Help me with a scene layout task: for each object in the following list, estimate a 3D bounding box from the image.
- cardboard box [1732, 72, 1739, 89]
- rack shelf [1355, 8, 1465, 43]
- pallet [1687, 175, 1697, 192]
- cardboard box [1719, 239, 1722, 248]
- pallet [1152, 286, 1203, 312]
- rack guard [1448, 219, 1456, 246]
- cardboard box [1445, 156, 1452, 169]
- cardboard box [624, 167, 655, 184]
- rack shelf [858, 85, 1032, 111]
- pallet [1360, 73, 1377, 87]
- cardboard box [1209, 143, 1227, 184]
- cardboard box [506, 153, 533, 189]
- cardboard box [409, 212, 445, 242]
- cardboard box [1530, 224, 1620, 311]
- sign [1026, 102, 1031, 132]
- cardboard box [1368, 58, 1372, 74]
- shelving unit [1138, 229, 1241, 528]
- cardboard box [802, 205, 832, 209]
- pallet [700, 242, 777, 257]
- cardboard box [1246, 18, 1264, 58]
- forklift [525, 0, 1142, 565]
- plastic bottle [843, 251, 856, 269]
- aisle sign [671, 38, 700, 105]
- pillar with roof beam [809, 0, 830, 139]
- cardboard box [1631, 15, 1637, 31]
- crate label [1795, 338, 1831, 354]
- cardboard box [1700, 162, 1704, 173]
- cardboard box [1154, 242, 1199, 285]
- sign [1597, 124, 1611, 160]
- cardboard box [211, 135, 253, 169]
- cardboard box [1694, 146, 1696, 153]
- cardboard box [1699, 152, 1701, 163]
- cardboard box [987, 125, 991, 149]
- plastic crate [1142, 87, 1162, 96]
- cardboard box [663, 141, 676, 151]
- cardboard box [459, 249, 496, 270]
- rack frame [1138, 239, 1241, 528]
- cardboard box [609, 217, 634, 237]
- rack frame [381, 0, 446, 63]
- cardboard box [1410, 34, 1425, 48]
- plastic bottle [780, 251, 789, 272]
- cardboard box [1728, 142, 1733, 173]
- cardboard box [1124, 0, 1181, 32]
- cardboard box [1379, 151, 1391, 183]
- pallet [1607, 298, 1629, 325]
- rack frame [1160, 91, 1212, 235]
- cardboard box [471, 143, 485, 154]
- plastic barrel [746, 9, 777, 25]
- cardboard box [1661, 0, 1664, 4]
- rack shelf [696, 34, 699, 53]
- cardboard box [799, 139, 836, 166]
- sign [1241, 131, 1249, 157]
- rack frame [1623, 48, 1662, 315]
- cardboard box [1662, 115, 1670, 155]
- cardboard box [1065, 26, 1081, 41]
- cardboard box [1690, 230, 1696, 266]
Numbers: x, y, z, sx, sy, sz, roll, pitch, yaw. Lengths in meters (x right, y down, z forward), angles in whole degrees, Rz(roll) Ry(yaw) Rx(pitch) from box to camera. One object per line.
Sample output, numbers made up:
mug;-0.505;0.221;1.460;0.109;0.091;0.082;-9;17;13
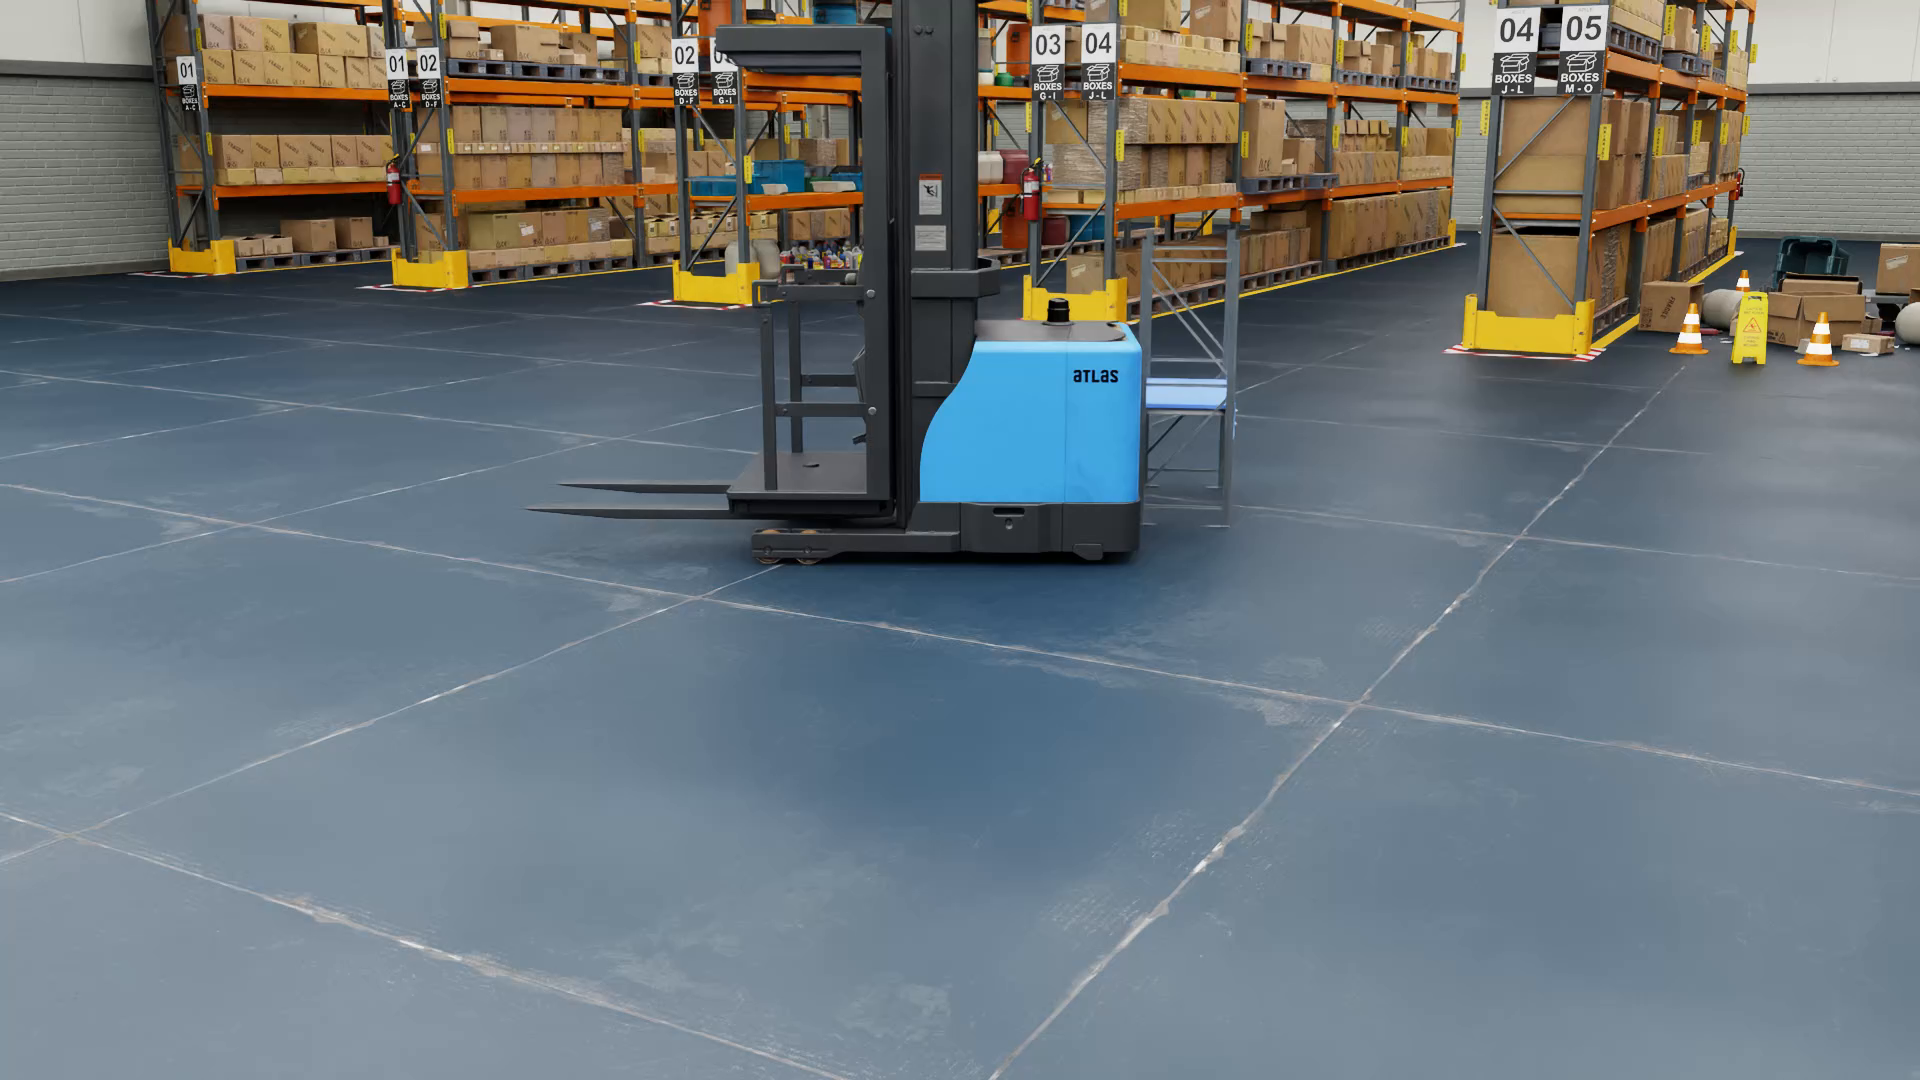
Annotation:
cardboard box;12.305;-7.449;26.953;0.500;0.250;0.500;8;16;30
rack shelf;8.021;-9.156;29.699;1.077;0.370;4.000;7;15;28
pallet;9.665;-5.035;23.427;1.213;0.211;1.003;7;15;28
cardboard box;12.794;-5.078;28.382;0.380;0.149;0.250;7;15;26
pallet;2.304;-2.983;20.458;1.003;0.211;1.213;7;15;28
rack guard;9.000;-5.984;32.287;1.175;0.500;0.348;7;15;28
cardboard box;8.986;-7.136;31.419;0.500;0.250;0.500;7;15;27
cardboard box;-5.283;-5.888;26.877;0.500;0.250;0.500;9;16;32
rack shelf;-0.182;-6.812;25.524;1.077;0.370;4.000;7;15;28
pallet;5.923;-7.287;26.362;1.003;0.211;1.213;8;16;31
cardboard box;2.915;-4.840;21.361;0.875;0.500;0.500;7;15;28
cardboard box;-6.685;-5.387;24.264;0.700;0.500;0.500;7;15;28
cardboard box;-9.480;-5.567;29.620;0.700;0.500;0.500;8;16;30
cardboard box;6.682;-3.014;18.273;0.875;0.875;0.875;8;15;28
sign;0.777;-4.695;18.462;0.100;0.325;0.005;7;15;28
cardboard box;6.445;-7.777;27.288;0.500;0.311;0.500;7;15;26
shelving unit;1.246;-0.920;9.151;0.538;1.500;1.048;2;14;7
cardboard box;-2.788;-6.480;31.806;0.500;0.250;0.500;7;15;27
pallet;-3.982;-5.156;29.469;1.003;0.211;1.213;7;15;28
cardboard box;3.501;-6.530;21.702;0.797;0.503;0.637;7;15;25
forklift;-0.628;-1.430;8.210;3.031;2.935;1.130;0;14;2
plastic bottle;-1.539;-3.880;23.098;0.152;0.276;0.135;8;16;29
aisle sign;-3.377;-5.755;20.459;0.394;0.787;0.004;7;15;28
pillar with roof beam;0.296;-11.958;38.935;9.100;9.000;0.400;7;15;28
cardboard box;6.603;-5.210;16.772;0.380;0.149;0.250;7;15;28
crate label;8.197;-1.856;15.938;0.250;0.136;0.298;0;14;-1
cardboard box;11.081;-5.664;25.269;0.380;0.149;0.250;7;15;28
cardboard box;2.688;-3.525;21.192;0.500;0.500;0.500;-12;18;-41
sign;6.029;-3.724;15.564;0.100;0.325;0.005;7;15;28
cardboard box;-11.261;-5.960;25.533;0.500;0.500;0.500;7;15;28
cardboard box;10.441;-5.684;24.080;0.380;0.149;0.250;8;16;30
cardboard box;10.824;-5.699;24.776;0.380;0.149;0.250;6;15;25
cardboard box;0.343;-8.729;35.995;0.500;0.500;0.500;7;15;28
plastic crate;3.559;-8.553;31.489;0.497;0.269;0.590;7;15;28
cardboard box;-6.194;-8.031;34.554;0.500;0.500;0.500;8;15;28
cardboard box;-6.963;-3.987;23.641;0.500;0.250;0.500;7;15;28
rack frame;1.179;-0.802;8.661;0.500;1.500;0.032;2;14;7
cardboard box;-5.538;-5.111;27.107;0.500;0.311;0.500;7;15;28
rack frame;-7.417;-7.951;22.313;1.000;3.000;0.127;7;15;28
cardboard box;8.003;-8.905;29.747;0.500;0.250;0.500;7;15;26
plastic bottle;-2.433;-3.837;22.923;0.152;0.276;0.135;8;15;28
cardboard box;12.549;-6.372;27.715;0.500;0.500;0.500;8;16;31
cardboard box;2.207;-6.080;19.037;0.500;0.500;0.500;7;15;28
cardboard box;6.822;-6.194;27.613;0.500;0.500;0.500;8;16;30
pallet;7.044;-2.646;19.061;1.003;0.211;1.213;7;15;28
rack frame;4.652;-7.755;34.301;1.000;3.000;0.127;7;15;28
cardboard box;-6.913;-5.509;23.387;0.380;0.149;0.250;7;15;27
plastic barrel;-2.643;-6.475;21.292;0.600;0.588;0.600;0;14;0
cardboard box;7.582;-6.015;18.407;0.380;0.149;0.250;7;15;28
rack shelf;-4.987;-10.839;36.683;1.077;0.370;4.000;7;15;28
cardboard box;-2.734;-7.236;31.041;0.700;0.500;0.500;11;17;38
sign;3.666;-5.093;21.411;0.100;0.325;0.005;7;15;28
rack frame;7.480;-4.149;19.344;1.000;3.000;0.127;7;15;28
cardboard box;8.698;-5.204;21.373;0.700;0.500;0.500;7;15;27
cardboard box;1.114;-5.583;18.359;0.380;0.149;0.250;7;15;28
cardboard box;10.463;-4.284;24.343;0.500;0.500;0.500;7;15;27
